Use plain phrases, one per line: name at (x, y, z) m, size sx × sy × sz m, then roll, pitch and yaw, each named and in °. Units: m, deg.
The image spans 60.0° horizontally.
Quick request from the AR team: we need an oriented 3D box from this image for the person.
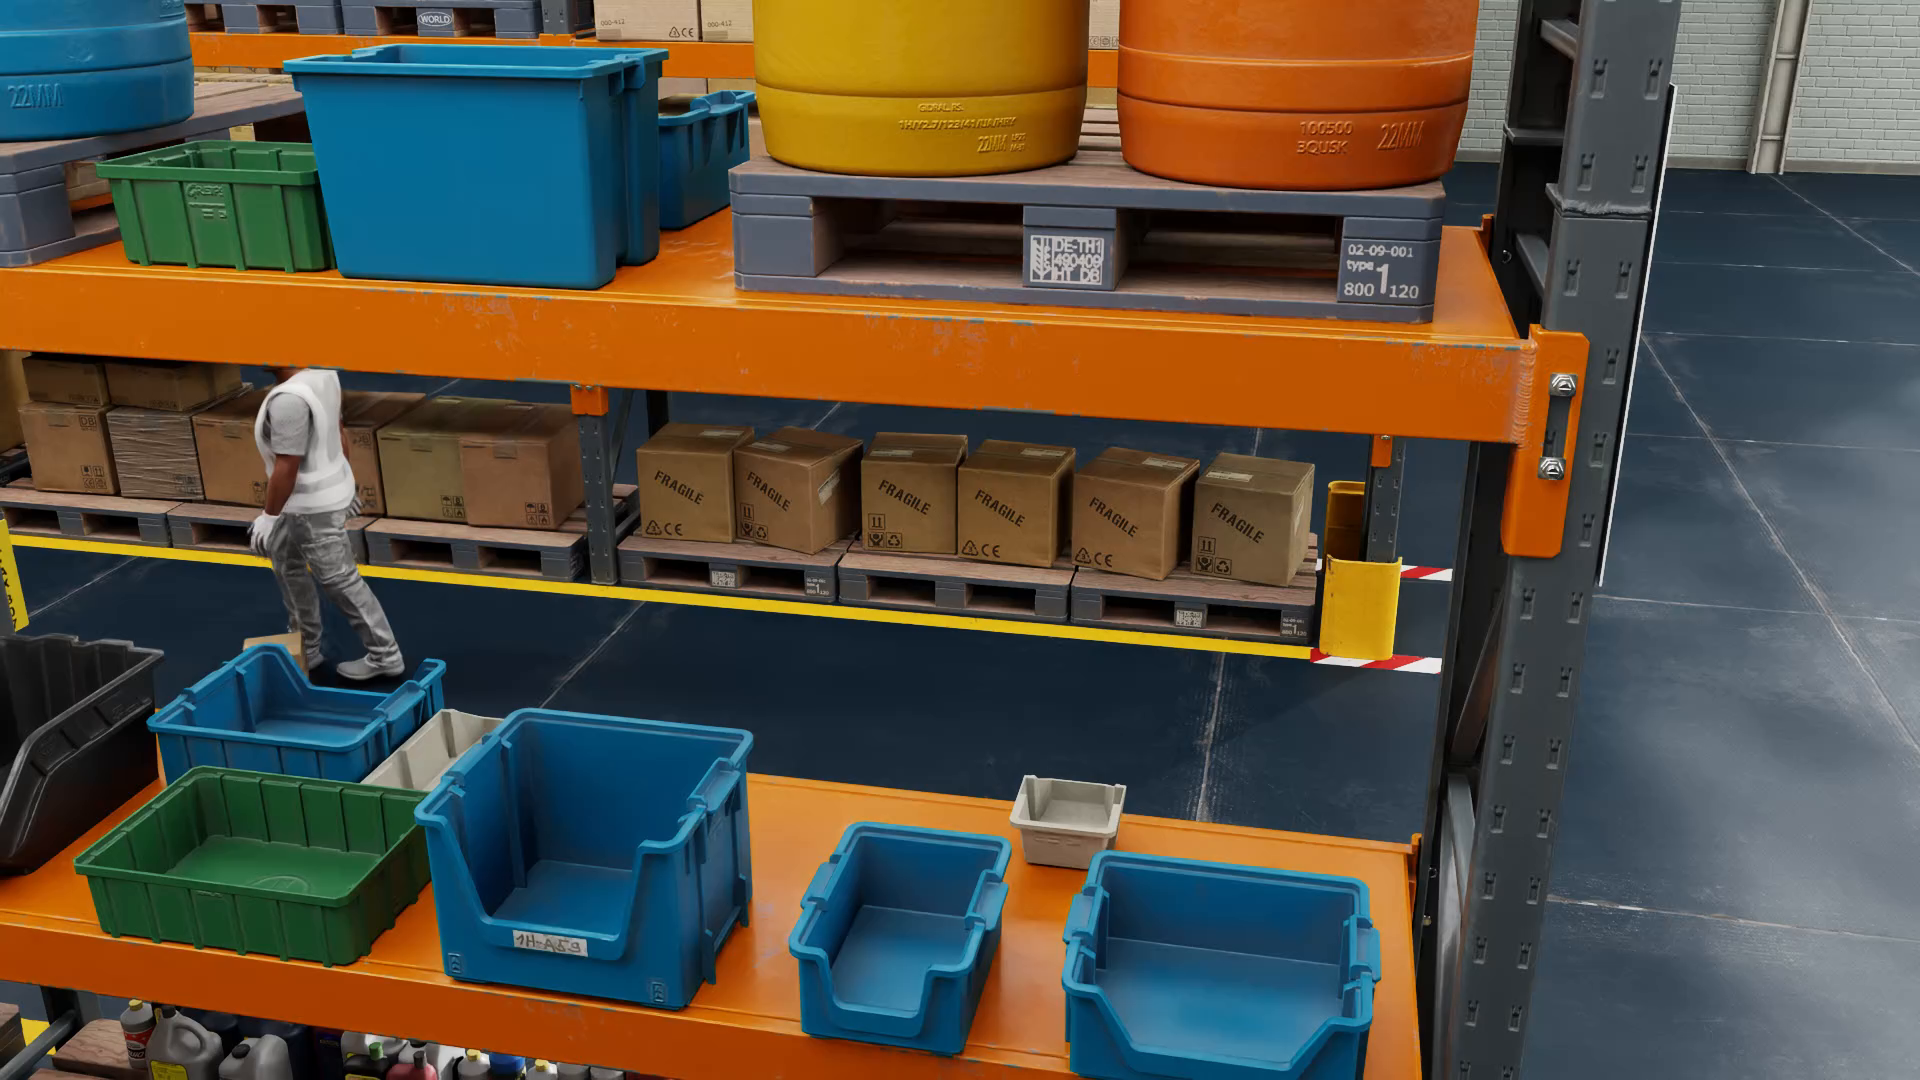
person at (-2.920, -0.137, 7.423) m, size 0.649 × 1.832 × 0.592 m, roll -3°, pitch 22°, yaw -9°
